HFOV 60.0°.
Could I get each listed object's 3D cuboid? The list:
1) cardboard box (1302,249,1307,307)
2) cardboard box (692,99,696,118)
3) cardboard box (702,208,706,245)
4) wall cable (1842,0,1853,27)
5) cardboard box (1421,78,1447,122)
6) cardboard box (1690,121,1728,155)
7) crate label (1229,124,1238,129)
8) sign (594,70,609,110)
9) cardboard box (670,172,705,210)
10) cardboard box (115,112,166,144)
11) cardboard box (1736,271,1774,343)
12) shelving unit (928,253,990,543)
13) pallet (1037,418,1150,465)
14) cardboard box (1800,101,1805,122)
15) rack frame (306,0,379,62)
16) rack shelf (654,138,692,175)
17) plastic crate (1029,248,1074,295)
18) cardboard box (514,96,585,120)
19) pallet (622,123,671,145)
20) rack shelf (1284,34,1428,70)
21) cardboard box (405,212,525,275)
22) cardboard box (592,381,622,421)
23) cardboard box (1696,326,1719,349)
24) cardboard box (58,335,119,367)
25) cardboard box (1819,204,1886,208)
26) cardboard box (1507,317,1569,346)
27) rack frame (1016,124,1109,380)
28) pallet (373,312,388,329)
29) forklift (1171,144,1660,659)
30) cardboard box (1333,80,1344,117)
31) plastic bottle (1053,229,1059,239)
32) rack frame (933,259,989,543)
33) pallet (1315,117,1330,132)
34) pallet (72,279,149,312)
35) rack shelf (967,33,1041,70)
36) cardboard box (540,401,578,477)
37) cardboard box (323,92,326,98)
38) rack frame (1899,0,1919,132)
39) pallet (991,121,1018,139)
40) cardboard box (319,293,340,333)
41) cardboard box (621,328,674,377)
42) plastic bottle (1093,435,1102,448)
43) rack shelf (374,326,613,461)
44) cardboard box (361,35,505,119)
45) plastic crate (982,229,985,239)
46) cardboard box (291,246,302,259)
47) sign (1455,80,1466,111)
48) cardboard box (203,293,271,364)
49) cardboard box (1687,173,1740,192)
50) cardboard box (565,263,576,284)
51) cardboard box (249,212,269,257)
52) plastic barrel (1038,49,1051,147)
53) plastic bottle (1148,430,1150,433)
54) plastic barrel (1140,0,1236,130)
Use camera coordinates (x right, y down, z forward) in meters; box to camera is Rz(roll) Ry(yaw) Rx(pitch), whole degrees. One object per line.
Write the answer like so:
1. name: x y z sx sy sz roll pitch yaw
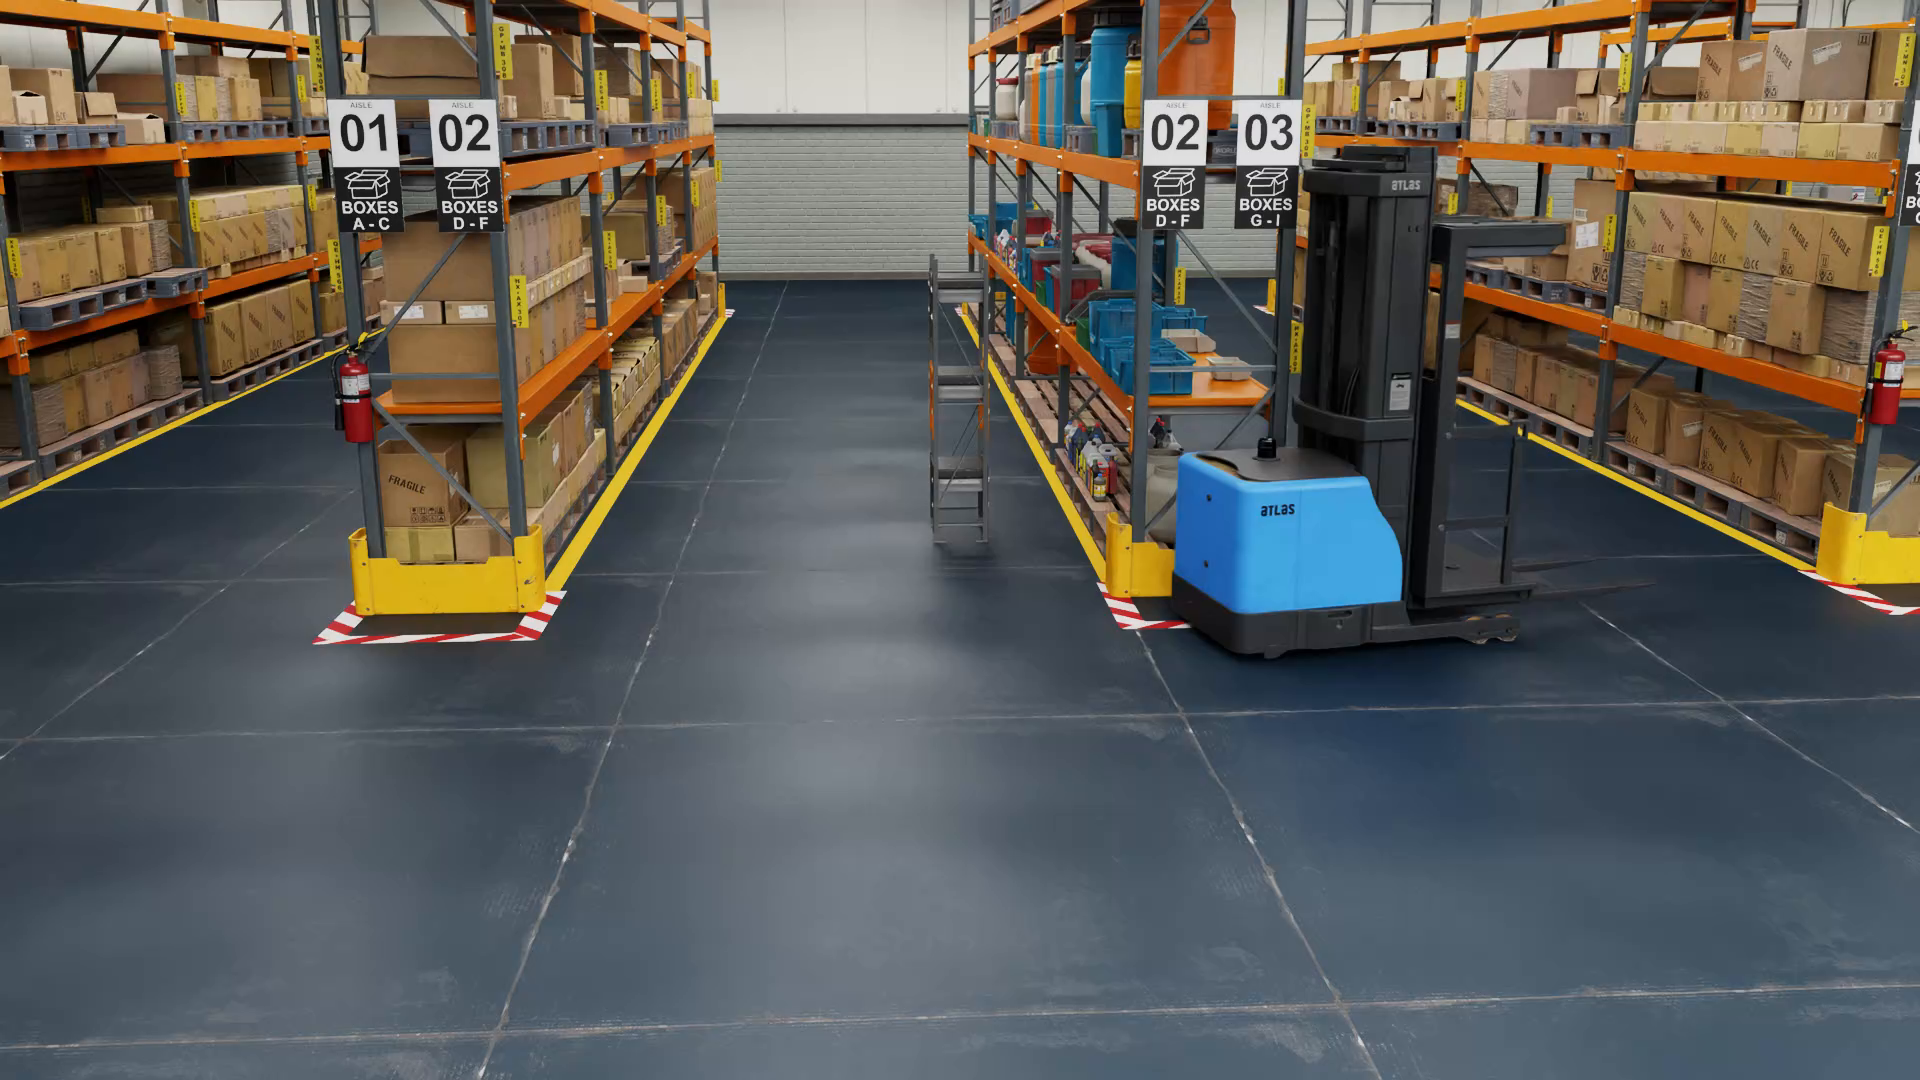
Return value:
1. cardboard box: 5.758 -3.948 25.274 0.875 0.875 0.875 -1 14 -3
2. cardboard box: -3.872 -5.883 22.649 0.500 0.250 0.500 -1 14 -3
3. cardboard box: -3.880 -4.443 23.573 0.500 0.500 0.500 -1 14 -4
4. wall cable: 18.373 -9.690 32.052 2.988 3.039 0.133 -1 14 -3
5. cardboard box: 5.827 -5.237 19.798 0.500 0.500 0.500 0 14 0
6. cardboard box: 6.156 -3.183 13.158 0.500 0.250 0.500 -1 15 -6
7. crate label: 1.844 -2.954 12.266 0.502 0.251 0.408 -1 14 -3
8. sign: -3.008 -3.772 13.952 0.100 0.325 0.005 -1 14 -3
9. cardboard box: -3.869 -4.922 23.429 0.500 0.500 0.500 -1 14 -5
10. cardboard box: -8.439 -4.184 16.886 0.500 0.311 0.500 -1 14 -3
11. cardboard box: 6.429 -1.756 12.535 0.875 0.500 0.500 -1 14 -3
12. shelving unit: -0.010 -1.058 12.425 0.431 2.100 0.503 -1 14 -3
13. pallet: 1.295 -0.942 15.763 1.003 0.211 1.213 -1 14 -3
14. cardboard box: 6.290 -3.075 11.939 0.380 0.149 0.250 -1 14 -3
15. rack frame: -9.249 -7.834 24.916 1.000 3.000 0.127 -1 14 -3
16. rack shelf: -3.933 -4.618 19.881 1.077 0.370 4.000 -1 14 -3
17. plastic crate: 0.929 -2.717 16.937 0.402 0.464 0.583 -1 14 -3
18. cardboard box: -3.590 -3.759 14.554 0.500 0.250 0.500 1 14 2
19. pallet: -3.678 -4.211 17.231 1.213 0.211 1.003 0 14 -1
20. rack shelf: 5.706 -7.024 24.014 1.077 0.370 4.000 -1 14 -3
21. cardboard box: -3.371 -1.964 11.336 0.700 0.500 0.500 -1 14 -5
22. cardboard box: -3.338 -1.272 15.000 0.500 0.311 0.500 -1 14 -3
23. cardboard box: 6.145 -1.621 13.312 0.380 0.149 0.250 -1 14 -3
24. cardboard box: -8.647 -1.856 16.349 0.500 0.250 0.500 -1 14 -4
25. cardboard box: 6.755 -2.246 12.430 0.500 0.500 0.500 -1 14 -3
26. cardboard box: 6.193 -2.236 17.828 0.500 0.250 0.500 1 14 3
27. rack frame: 1.135 -3.092 18.525 1.000 3.000 0.127 -1 14 -3
28. pallet: -9.121 -3.381 25.243 1.003 0.211 1.213 -1 14 -3
29. forklift: 2.912 -0.910 10.180 3.031 2.935 1.130 -4 15 -15
30. cardboard box: 5.693 -6.244 23.511 0.700 0.500 0.500 0 14 -1
31. plastic bottle: 1.270 -3.840 21.529 0.144 0.351 0.185 -1 14 -3
32. rack frame: 0.005 -0.997 12.189 0.400 2.100 0.015 -1 14 -3
33. pallet: 5.718 -6.080 24.294 1.003 0.211 1.213 -1 14 -3
34. pallet: -8.590 -2.355 16.044 1.003 0.211 1.213 -1 14 -3
35. rack shelf: 0.763 -6.948 23.717 1.077 0.370 4.000 -1 14 -3
36. cardboard box: -3.215 -0.772 12.677 0.500 0.500 0.500 -1 14 -3
37. cardboard box: -8.803 -6.239 22.486 0.500 0.500 0.500 -1 14 -5
38. rack frame: 6.574 -4.085 10.342 1.000 3.000 0.127 -1 14 -3
39. pallet: 1.033 -5.255 21.289 1.213 0.211 1.003 -1 14 -3
40. cardboard box: -8.945 -3.115 22.785 0.700 0.500 0.500 -1 14 -3
41. cardboard box: -3.552 -2.137 18.945 0.500 0.500 0.500 0 14 -1
42. plastic bottle: 1.148 -0.748 14.006 0.097 0.271 0.097 0 14 0
43. rack shelf: -3.438 -1.176 12.522 1.077 0.370 4.000 -1 14 -3
44. cardboard box: -3.345 -2.944 10.598 0.797 0.503 0.637 0 14 0
45. plastic crate: 0.479 -4.417 24.082 0.293 0.136 0.466 -1 14 -3
46. cardboard box: -8.658 -3.680 21.274 0.380 0.149 0.250 -1 14 -2
47. sign: 5.524 -4.904 18.349 0.100 0.325 0.005 -1 14 -3
48. cardboard box: -8.716 -2.505 19.712 0.750 0.750 0.750 -1 14 -4
49. cardboard box: 10.488 -5.004 23.153 0.500 0.500 0.500 -1 14 -5
50. cardboard box: -3.281 -2.128 13.276 0.380 0.149 0.250 -1 14 -4
51. cardboard box: -8.621 -3.649 19.853 0.500 0.500 0.500 0 14 -2
52. plastic barrel: 1.053 -4.241 15.965 0.600 0.901 0.708 -1 14 -3
53. plastic bottle: 1.566 -0.870 14.320 0.144 0.351 0.185 -1 14 -3
54. plastic barrel: 1.473 -3.086 10.775 0.600 0.830 0.708 -1 14 -3
